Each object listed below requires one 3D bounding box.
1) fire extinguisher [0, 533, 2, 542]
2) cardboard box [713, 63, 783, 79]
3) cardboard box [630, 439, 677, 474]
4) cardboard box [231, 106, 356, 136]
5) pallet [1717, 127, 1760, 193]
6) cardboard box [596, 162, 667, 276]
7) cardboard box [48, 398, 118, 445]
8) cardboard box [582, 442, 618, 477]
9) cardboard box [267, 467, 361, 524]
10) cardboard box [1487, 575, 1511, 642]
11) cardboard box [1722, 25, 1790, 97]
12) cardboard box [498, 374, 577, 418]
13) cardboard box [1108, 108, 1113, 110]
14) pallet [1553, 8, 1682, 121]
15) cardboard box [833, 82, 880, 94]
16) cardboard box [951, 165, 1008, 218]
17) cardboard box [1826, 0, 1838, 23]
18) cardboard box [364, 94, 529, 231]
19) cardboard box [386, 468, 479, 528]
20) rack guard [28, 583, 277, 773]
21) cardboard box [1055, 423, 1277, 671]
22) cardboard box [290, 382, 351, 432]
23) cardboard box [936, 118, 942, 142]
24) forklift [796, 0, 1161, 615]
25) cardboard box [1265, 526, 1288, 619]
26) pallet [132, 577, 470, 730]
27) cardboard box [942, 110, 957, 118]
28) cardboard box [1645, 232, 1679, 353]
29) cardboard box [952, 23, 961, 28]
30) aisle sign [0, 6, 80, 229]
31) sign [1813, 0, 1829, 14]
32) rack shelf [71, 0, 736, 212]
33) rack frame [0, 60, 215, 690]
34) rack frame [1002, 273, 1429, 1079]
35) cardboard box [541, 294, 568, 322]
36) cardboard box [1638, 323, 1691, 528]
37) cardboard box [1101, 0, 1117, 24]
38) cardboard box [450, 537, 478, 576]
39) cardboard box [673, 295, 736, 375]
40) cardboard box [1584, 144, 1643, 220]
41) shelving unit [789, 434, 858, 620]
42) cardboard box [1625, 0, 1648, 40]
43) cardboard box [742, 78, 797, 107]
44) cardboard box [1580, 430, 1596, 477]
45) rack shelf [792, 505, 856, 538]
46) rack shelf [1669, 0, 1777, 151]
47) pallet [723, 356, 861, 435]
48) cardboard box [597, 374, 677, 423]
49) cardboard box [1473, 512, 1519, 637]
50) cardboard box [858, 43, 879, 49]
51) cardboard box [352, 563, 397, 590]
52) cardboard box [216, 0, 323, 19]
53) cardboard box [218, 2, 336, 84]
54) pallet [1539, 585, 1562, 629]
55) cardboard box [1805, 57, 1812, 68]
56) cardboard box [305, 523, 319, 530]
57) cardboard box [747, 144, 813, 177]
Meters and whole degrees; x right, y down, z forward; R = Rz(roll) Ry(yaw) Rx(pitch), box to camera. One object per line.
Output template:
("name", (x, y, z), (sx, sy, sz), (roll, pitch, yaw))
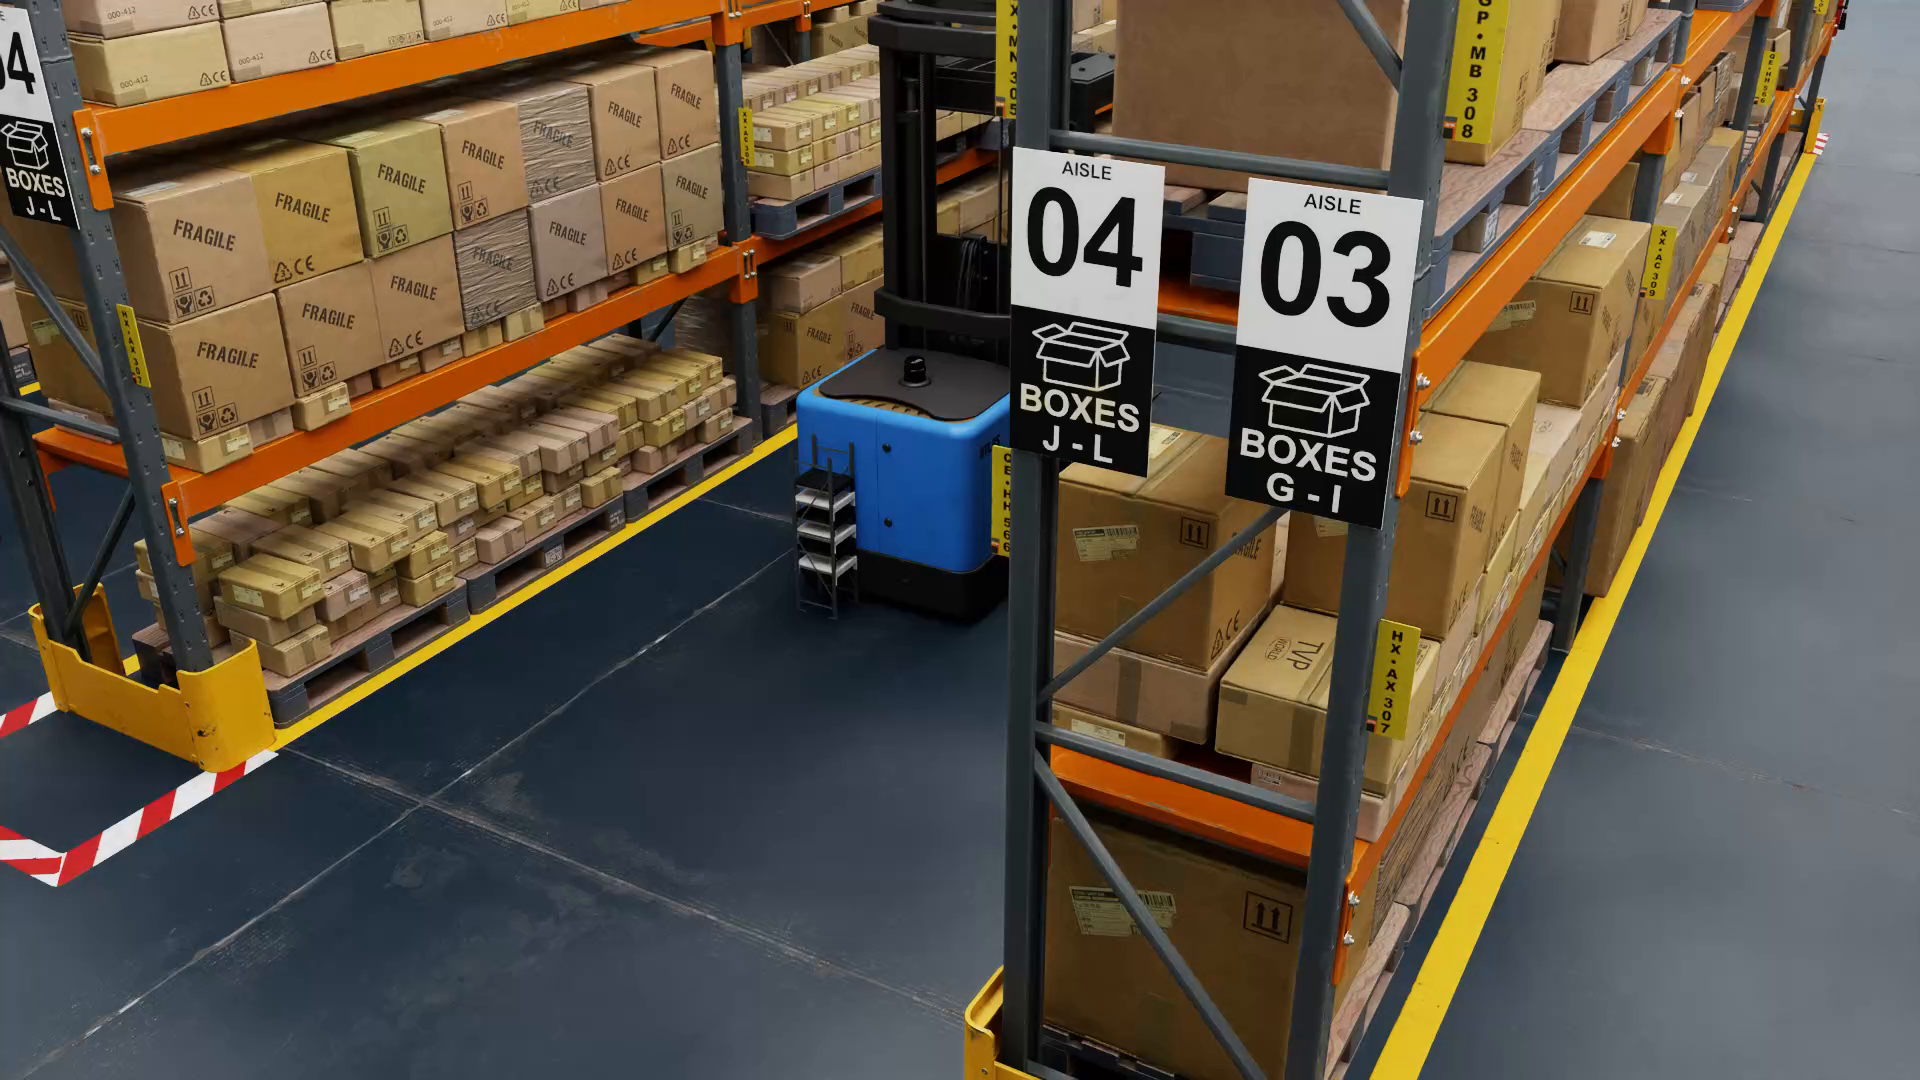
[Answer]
("fire extinguisher", (-4.197, -0.285, 6.971), (0.296, 0.674, 0.183), (14, 30, 26))
("cardboard box", (-2.383, -5.018, 18.389), (0.950, 0.372, 0.625), (15, 30, 27))
("cardboard box", (-1.874, -0.527, 9.667), (0.380, 0.149, 0.250), (13, 29, 24))
("cardboard box", (-3.166, -1.743, 7.819), (0.500, 0.500, 0.500), (16, 31, 29))
("pallet", (4.791, -2.684, 11.476), (1.213, 0.211, 1.003), (14, 30, 26))
("cardboard box", (-1.952, -1.766, 8.984), (0.500, 0.500, 0.500), (13, 30, 25))
("cardboard box", (-3.757, -0.560, 7.298), (0.380, 0.149, 0.250), (14, 30, 26))
("cardboard box", (-2.138, -0.499, 9.278), (0.380, 0.149, 0.250), (15, 30, 27))
("cardboard box", (-3.259, -0.225, 8.400), (0.380, 0.149, 0.250), (13, 29, 24))
("cardboard box", (1.690, 0.194, 5.792), (0.380, 0.149, 0.250), (14, 30, 26))
("cardboard box", (5.728, -3.566, 12.438), (0.797, 0.503, 0.637), (18, 32, 31))
("cardboard box", (-2.430, -0.822, 9.591), (0.380, 0.149, 0.250), (13, 30, 25))
("cardboard box", (1.527, -3.704, 15.343), (1.050, 0.750, 0.750), (14, 30, 26))
("pallet", (2.153, -1.895, 6.433), (1.003, 0.211, 1.213), (14, 30, 26))
("cardboard box", (-0.599, -2.841, 10.722), (0.380, 0.149, 0.250), (14, 30, 26))
("cardboard box", (0.156, -2.682, 12.742), (0.500, 0.250, 0.500), (13, 30, 25))
("cardboard box", (8.032, -5.335, 16.112), (0.875, 0.500, 0.500), (14, 30, 26))
("cardboard box", (-2.454, -1.819, 7.972), (0.500, 0.500, 0.500), (13, 29, 25))
("cardboard box", (-2.657, -0.216, 8.381), (0.380, 0.149, 0.250), (15, 30, 28))
("rack guard", (-3.634, 0.605, 7.482), (1.175, 0.500, 0.348), (14, 30, 26))
("cardboard box", (0.608, 0.000, 4.897), (0.500, 0.500, 0.500), (15, 30, 27))
("cardboard box", (-2.959, -0.626, 7.430), (0.380, 0.149, 0.250), (13, 30, 25))
("cardboard box", (-0.345, -2.777, 11.258), (0.380, 0.149, 0.250), (13, 29, 24))
("forklift", (0.295, -1.560, 9.092), (1.130, 2.935, 3.031), (13, 30, 25))
("cardboard box", (0.855, 0.138, 5.458), (0.500, 0.250, 0.500), (14, 30, 25))
("pallet", (-3.204, 0.426, 8.164), (1.003, 0.211, 1.213), (14, 30, 26))
("cardboard box", (-0.215, -3.013, 11.397), (0.380, 0.149, 0.250), (15, 30, 27))
("cardboard box", (3.255, -1.275, 8.334), (0.500, 0.500, 0.500), (14, 30, 26))
("cardboard box", (-0.327, -6.693, 21.034), (0.500, 0.500, 0.500), (14, 30, 26))
("aisle sign", (-3.446, -1.551, 6.093), (0.394, 0.787, 0.004), (14, 30, 26))
("sign", (6.985, -4.425, 13.445), (0.100, 0.325, 0.005), (14, 30, 26))
("rack shelf", (-2.687, -2.282, 7.910), (1.077, 0.370, 4.000), (14, 30, 26))
("rack frame", (-3.671, -0.483, 6.863), (1.000, 3.000, 0.127), (14, 30, 26))
("rack frame", (0.597, 0.649, 4.603), (1.000, 3.000, 0.127), (14, 30, 26))
("cardboard box", (-2.283, -1.256, 8.689), (0.380, 0.149, 0.250), (14, 30, 25))
("cardboard box", (3.301, -0.750, 9.302), (1.225, 0.875, 0.875), (13, 29, 24))
("cardboard box", (0.992, -4.663, 13.985), (0.700, 0.500, 0.500), (14, 30, 25))
("cardboard box", (-2.698, 0.056, 8.502), (0.380, 0.149, 0.250), (14, 30, 26))
("cardboard box", (-1.559, -1.456, 11.130), (0.500, 0.500, 0.500), (14, 30, 25))
("cardboard box", (2.872, -1.654, 7.971), (0.797, 0.503, 0.637), (13, 30, 25))
("shelving unit", (-0.681, -0.061, 8.366), (0.258, 0.900, 0.210), (13, 30, 25))
("cardboard box", (2.232, -2.210, 6.271), (0.700, 0.500, 0.500), (12, 29, 23))
("cardboard box", (-1.287, -2.890, 10.819), (0.380, 0.149, 0.250), (14, 30, 26))
("cardboard box", (2.447, -0.406, 6.991), (0.380, 0.149, 0.250), (14, 30, 25))
("rack shelf", (-0.681, -0.111, 8.341), (0.258, 0.077, 0.200), (13, 30, 25))
("rack shelf", (3.549, -2.709, 8.764), (1.077, 0.370, 4.000), (14, 30, 26))
("pallet", (-1.322, -1.098, 11.208), (1.003, 0.211, 1.213), (14, 30, 26))
("cardboard box", (-1.859, -0.818, 9.584), (0.380, 0.149, 0.250), (14, 30, 26))
("cardboard box", (1.569, 0.056, 5.622), (0.500, 0.250, 0.500), (13, 29, 24))
("cardboard box", (-0.517, -3.501, 12.041), (0.380, 0.149, 0.250), (13, 29, 24))
("cardboard box", (-2.963, 0.114, 8.054), (0.380, 0.149, 0.250), (15, 30, 27))
("cardboard box", (-2.973, -2.298, 6.748), (0.500, 0.250, 0.500), (14, 30, 25))
("cardboard box", (-2.965, -2.080, 6.871), (0.500, 0.250, 0.500), (15, 30, 28))
("pallet", (2.879, 0.020, 8.975), (1.003, 0.211, 1.213), (14, 30, 26))
("cardboard box", (7.375, -4.319, 14.808), (0.380, 0.149, 0.250), (14, 30, 26))
("cardboard box", (-3.406, 0.000, 8.283), (0.380, 0.149, 0.250), (13, 29, 24))
("cardboard box", (-1.109, -2.302, 9.977), (0.380, 0.149, 0.250), (15, 30, 27))
